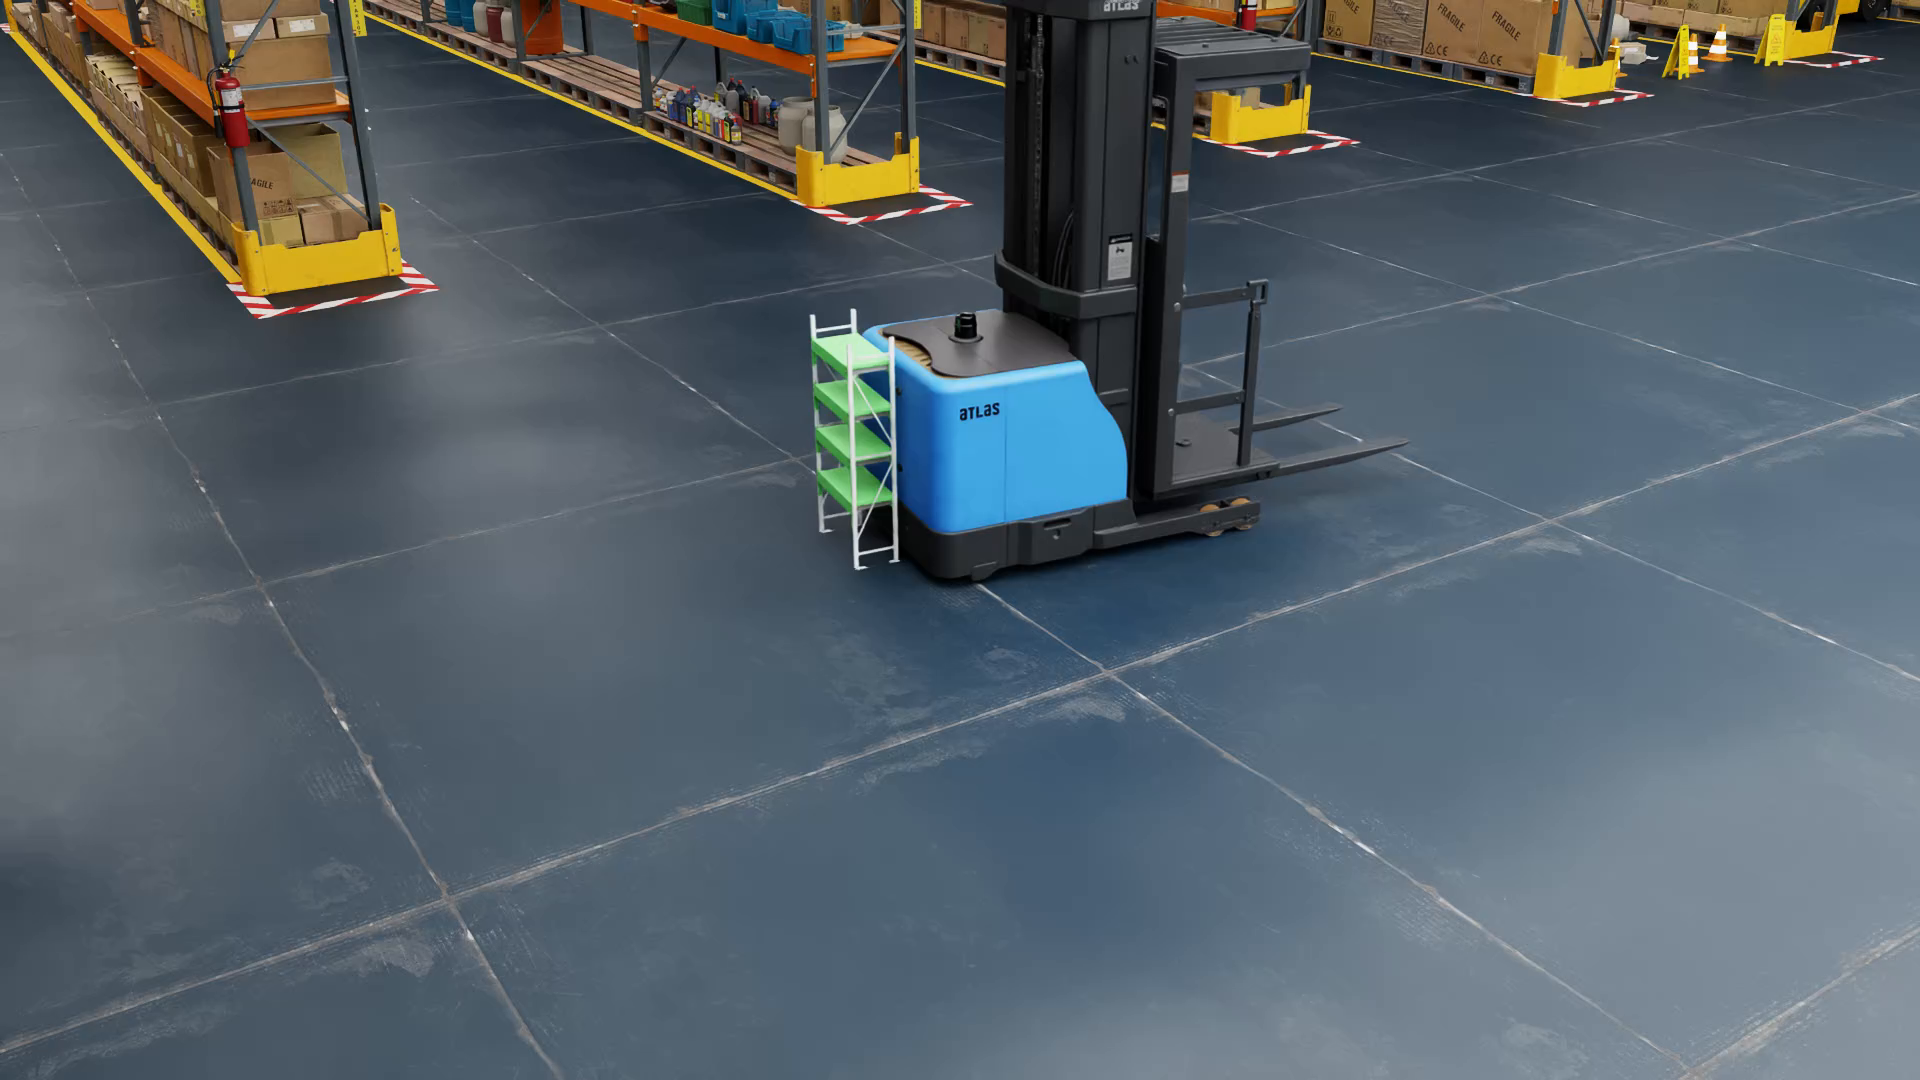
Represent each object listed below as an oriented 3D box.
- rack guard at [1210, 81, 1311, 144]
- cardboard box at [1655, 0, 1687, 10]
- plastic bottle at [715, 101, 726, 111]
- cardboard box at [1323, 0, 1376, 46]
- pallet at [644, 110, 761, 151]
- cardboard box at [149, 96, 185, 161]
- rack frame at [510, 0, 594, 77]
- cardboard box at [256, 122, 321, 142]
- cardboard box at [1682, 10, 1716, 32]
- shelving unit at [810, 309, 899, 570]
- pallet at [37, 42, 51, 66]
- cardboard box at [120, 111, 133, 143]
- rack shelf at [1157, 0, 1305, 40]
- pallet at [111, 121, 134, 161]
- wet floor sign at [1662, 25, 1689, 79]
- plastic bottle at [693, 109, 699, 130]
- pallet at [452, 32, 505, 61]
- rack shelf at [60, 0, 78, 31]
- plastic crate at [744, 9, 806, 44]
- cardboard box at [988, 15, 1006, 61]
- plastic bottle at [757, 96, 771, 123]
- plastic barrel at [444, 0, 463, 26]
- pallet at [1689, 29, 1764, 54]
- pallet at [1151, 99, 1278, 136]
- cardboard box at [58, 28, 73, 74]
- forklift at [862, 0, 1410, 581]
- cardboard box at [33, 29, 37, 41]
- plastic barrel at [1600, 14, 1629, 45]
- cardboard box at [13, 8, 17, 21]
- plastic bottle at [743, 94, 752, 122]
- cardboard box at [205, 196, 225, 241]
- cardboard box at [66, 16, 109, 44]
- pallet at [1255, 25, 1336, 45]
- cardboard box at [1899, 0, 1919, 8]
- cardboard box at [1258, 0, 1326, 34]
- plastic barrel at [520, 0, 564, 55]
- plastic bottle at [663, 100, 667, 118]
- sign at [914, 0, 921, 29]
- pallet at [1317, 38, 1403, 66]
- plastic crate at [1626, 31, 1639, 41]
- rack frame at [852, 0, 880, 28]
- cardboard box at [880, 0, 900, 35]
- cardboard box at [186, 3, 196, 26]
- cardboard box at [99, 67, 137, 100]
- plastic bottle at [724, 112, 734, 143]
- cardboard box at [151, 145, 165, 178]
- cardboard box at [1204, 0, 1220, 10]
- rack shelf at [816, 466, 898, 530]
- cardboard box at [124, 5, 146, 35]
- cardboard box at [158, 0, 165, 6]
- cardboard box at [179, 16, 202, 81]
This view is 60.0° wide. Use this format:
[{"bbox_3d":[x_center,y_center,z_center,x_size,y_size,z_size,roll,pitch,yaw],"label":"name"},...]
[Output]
[{"bbox_3d":[3.245,-4.617,17.944,1.175,0.500,0.348,-16,29,-30],"label":"rack guard"},{"bbox_3d":[10.376,-7.909,23.840,0.500,0.500,0.500,-16,30,-31],"label":"cardboard box"},{"bbox_3d":[-2.508,-4.402,17.237,0.152,0.276,0.135,-16,29,-30],"label":"plastic bottle"},{"bbox_3d":[5.598,-7.258,22.609,0.875,0.875,0.875,-15,29,-29],"label":"cardboard box"},{"bbox_3d":[-2.715,-4.486,18.005,1.003,0.211,1.213,-16,29,-30],"label":"pallet"},{"bbox_3d":[-6.929,-3.713,14.953,0.500,0.500,0.500,-16,29,-30],"label":"cardboard box"},{"bbox_3d":[-5.231,-7.427,20.969,1.000,3.000,0.127,-16,29,-30],"label":"rack frame"},{"bbox_3d":[-5.680,-3.296,14.069,0.500,0.500,0.500,-16,29,-30],"label":"cardboard box"},{"bbox_3d":[10.647,-7.390,23.619,0.500,0.250,0.500,-15,29,-29],"label":"cardboard box"},{"bbox_3d":[-0.532,-0.507,8.418,0.258,1.200,0.503,-12,28,-23],"label":"shelving unit"},{"bbox_3d":[-11.940,-6.690,22.674,1.003,0.211,1.213,-16,29,-30],"label":"pallet"},{"bbox_3d":[-8.223,-4.235,16.936,0.500,0.250,0.500,-15,29,-28],"label":"cardboard box"},{"bbox_3d":[2.195,-6.110,19.022,1.077,0.370,4.000,-16,29,-30],"label":"rack shelf"},{"bbox_3d":[-8.304,-4.274,17.556,1.003,0.211,1.213,-16,29,-30],"label":"pallet"},{"bbox_3d":[9.172,-6.226,21.183,0.267,0.644,0.232,-22,33,-38],"label":"wet floor sign"},{"bbox_3d":[-2.716,-4.370,17.257,0.097,0.201,0.097,0,25,0],"label":"plastic bottle"},{"bbox_3d":[-6.358,-6.874,23.065,1.003,0.211,1.213,-16,29,-30],"label":"pallet"},{"bbox_3d":[-10.475,-6.664,20.196,1.077,0.370,4.000,-16,29,-30],"label":"rack shelf"},{"bbox_3d":[-1.737,-4.841,15.666,0.499,0.251,0.408,-16,29,-30],"label":"plastic crate"},{"bbox_3d":[0.786,-6.444,21.299,0.700,0.500,0.500,-18,31,-33],"label":"cardboard box"},{"bbox_3d":[-2.087,-4.557,17.565,0.152,0.276,0.135,-15,29,-29],"label":"plastic bottle"},{"bbox_3d":[-7.131,-7.900,23.938,0.600,0.901,0.708,-16,29,-30],"label":"plastic barrel"},{"bbox_3d":[11.134,-7.095,23.531,1.003,0.211,1.213,-16,29,-30],"label":"pallet"},{"bbox_3d":[2.831,-4.785,18.639,1.003,0.211,1.213,-16,29,-30],"label":"pallet"},{"bbox_3d":[-10.664,-5.994,20.346,0.500,0.500,0.500,-17,30,-31],"label":"cardboard box"},{"bbox_3d":[1.037,-1.535,8.567,3.031,2.935,1.130,-11,28,-23],"label":"forklift"},{"bbox_3d":[-12.370,-6.872,22.618,0.380,0.149,0.250,-16,29,-30],"label":"cardboard box"},{"bbox_3d":[9.194,-7.250,23.613,0.512,0.421,0.421,3,25,6],"label":"plastic barrel"},{"bbox_3d":[-13.673,-7.734,24.423,0.380,0.166,0.250,-16,29,-30],"label":"cardboard box"},{"bbox_3d":[-2.245,-4.587,17.619,0.061,0.283,0.133,-16,29,-30],"label":"plastic bottle"},{"bbox_3d":[-5.839,-2.658,13.596,0.500,0.250,0.500,-16,29,-30],"label":"cardboard box"},{"bbox_3d":[-10.124,-5.981,19.440,0.500,0.250,0.500,-14,29,-28],"label":"cardboard box"},{"bbox_3d":[4.829,-7.268,23.898,1.003,0.211,1.213,-16,29,-30],"label":"pallet"},{"bbox_3d":[14.962,-8.409,25.777,0.500,0.250,0.500,-16,29,-30],"label":"cardboard box"},{"bbox_3d":[4.900,-7.644,23.572,1.050,0.750,0.750,-16,29,-30],"label":"cardboard box"},{"bbox_3d":[-5.512,-6.807,21.705,0.600,0.830,0.708,-16,29,-30],"label":"plastic barrel"},{"bbox_3d":[-3.129,-4.641,17.830,0.097,0.201,0.097,0,25,0],"label":"plastic bottle"},{"bbox_3d":[-0.400,-4.818,15.117,0.100,0.325,0.005,-16,29,-30],"label":"sign"},{"bbox_3d":[5.663,-6.719,22.736,1.003,0.211,1.213,-16,29,-30],"label":"pallet"},{"bbox_3d":[9.576,-7.387,24.305,0.583,0.080,0.402,18,31,33],"label":"plastic crate"},{"bbox_3d":[-1.081,-8.581,23.414,1.000,3.000,0.127,-16,29,-30],"label":"rack frame"},{"bbox_3d":[-0.698,-7.415,23.356,0.700,0.500,0.500,-17,30,-32],"label":"cardboard box"},{"bbox_3d":[-5.947,-4.213,13.283,0.380,0.149,0.250,-15,29,-28],"label":"cardboard box"},{"bbox_3d":[-8.773,-4.850,17.581,0.500,0.311,0.500,-16,30,-31],"label":"cardboard box"},{"bbox_3d":[-2.312,-4.129,16.649,0.061,0.283,0.133,-15,29,-28],"label":"plastic bottle"},{"bbox_3d":[-7.200,-3.553,15.493,0.500,0.250,0.500,-16,29,-30],"label":"cardboard box"},{"bbox_3d":[2.822,-5.750,17.710,0.380,0.149,0.250,-16,29,-30],"label":"cardboard box"},{"bbox_3d":[-0.531,-0.233,8.548,0.258,0.148,0.480,-12,28,-23],"label":"rack shelf"},{"bbox_3d":[-7.833,-5.054,16.100,0.396,0.266,0.258,-16,30,-31],"label":"cardboard box"},{"bbox_3d":[-6.656,-4.676,14.264,0.380,0.149,0.250,-17,30,-31],"label":"cardboard box"},{"bbox_3d":[-6.107,-4.181,13.976,0.700,0.500,0.500,-15,29,-28],"label":"cardboard box"}]
